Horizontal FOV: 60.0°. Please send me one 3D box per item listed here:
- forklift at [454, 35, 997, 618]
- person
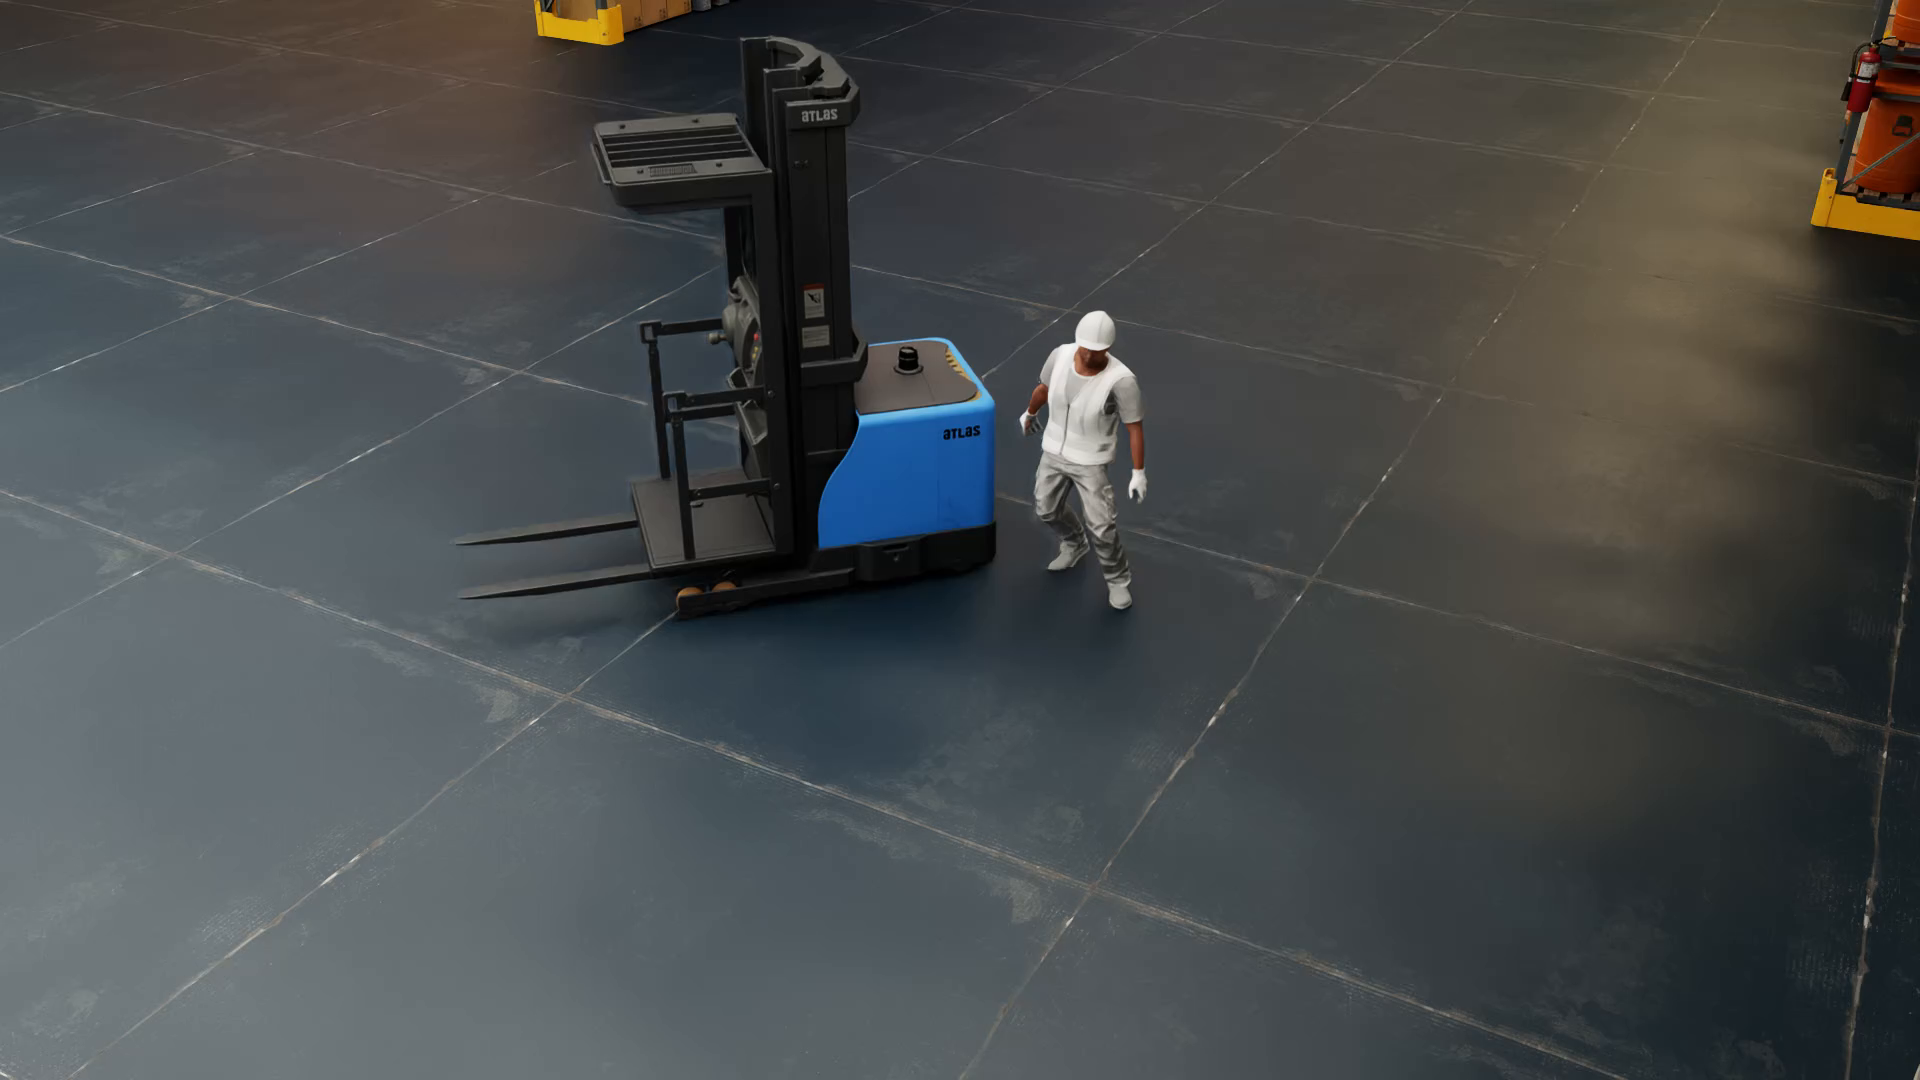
[{"bbox_3d":[-1.365,-1.133,9.033,3.031,2.935,1.130,-8,31,-14],"label":"forklift"},{"bbox_3d":[0.668,-0.515,9.222,0.891,1.730,0.499,24,38,35],"label":"person"}]
